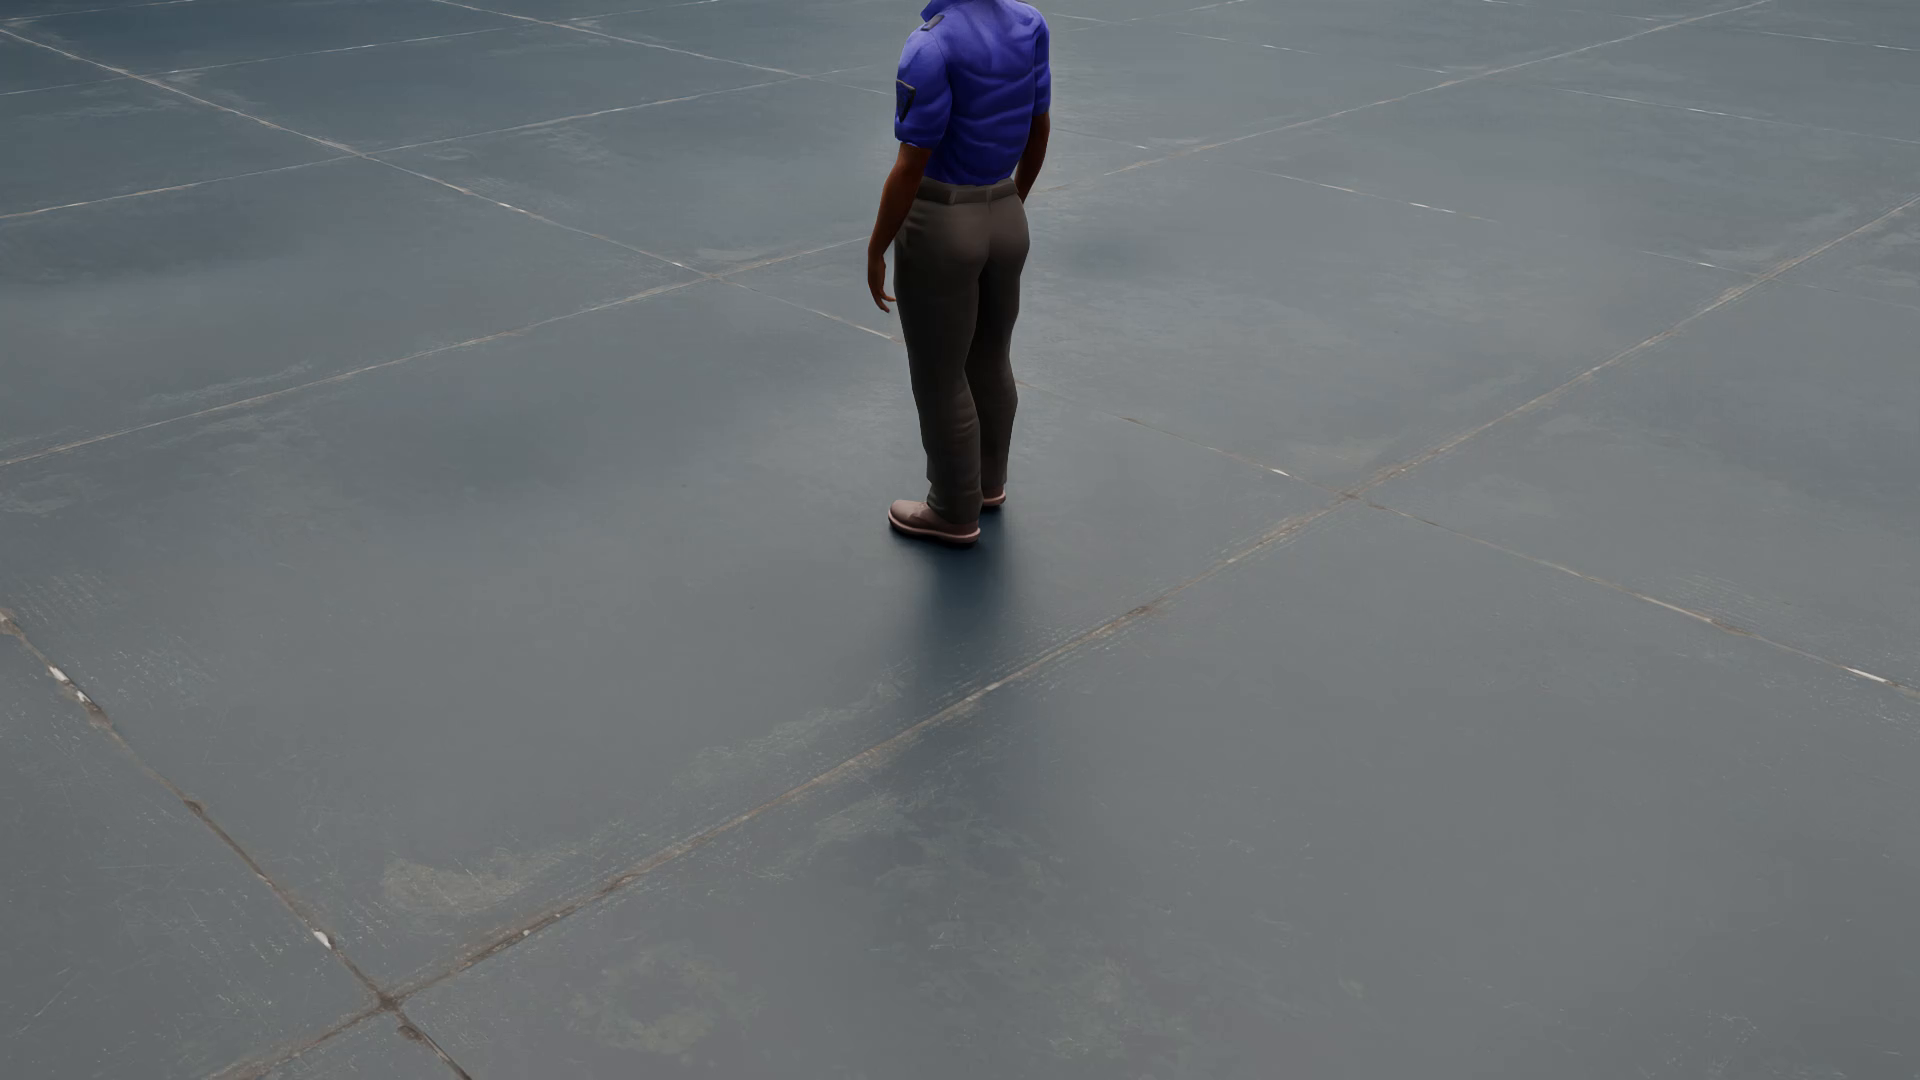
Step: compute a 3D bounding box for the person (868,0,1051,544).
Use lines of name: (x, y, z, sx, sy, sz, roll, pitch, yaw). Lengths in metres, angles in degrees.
person: (-0.048, -0.783, 4.243, 0.569, 1.654, 0.504, -24, 35, -39)
